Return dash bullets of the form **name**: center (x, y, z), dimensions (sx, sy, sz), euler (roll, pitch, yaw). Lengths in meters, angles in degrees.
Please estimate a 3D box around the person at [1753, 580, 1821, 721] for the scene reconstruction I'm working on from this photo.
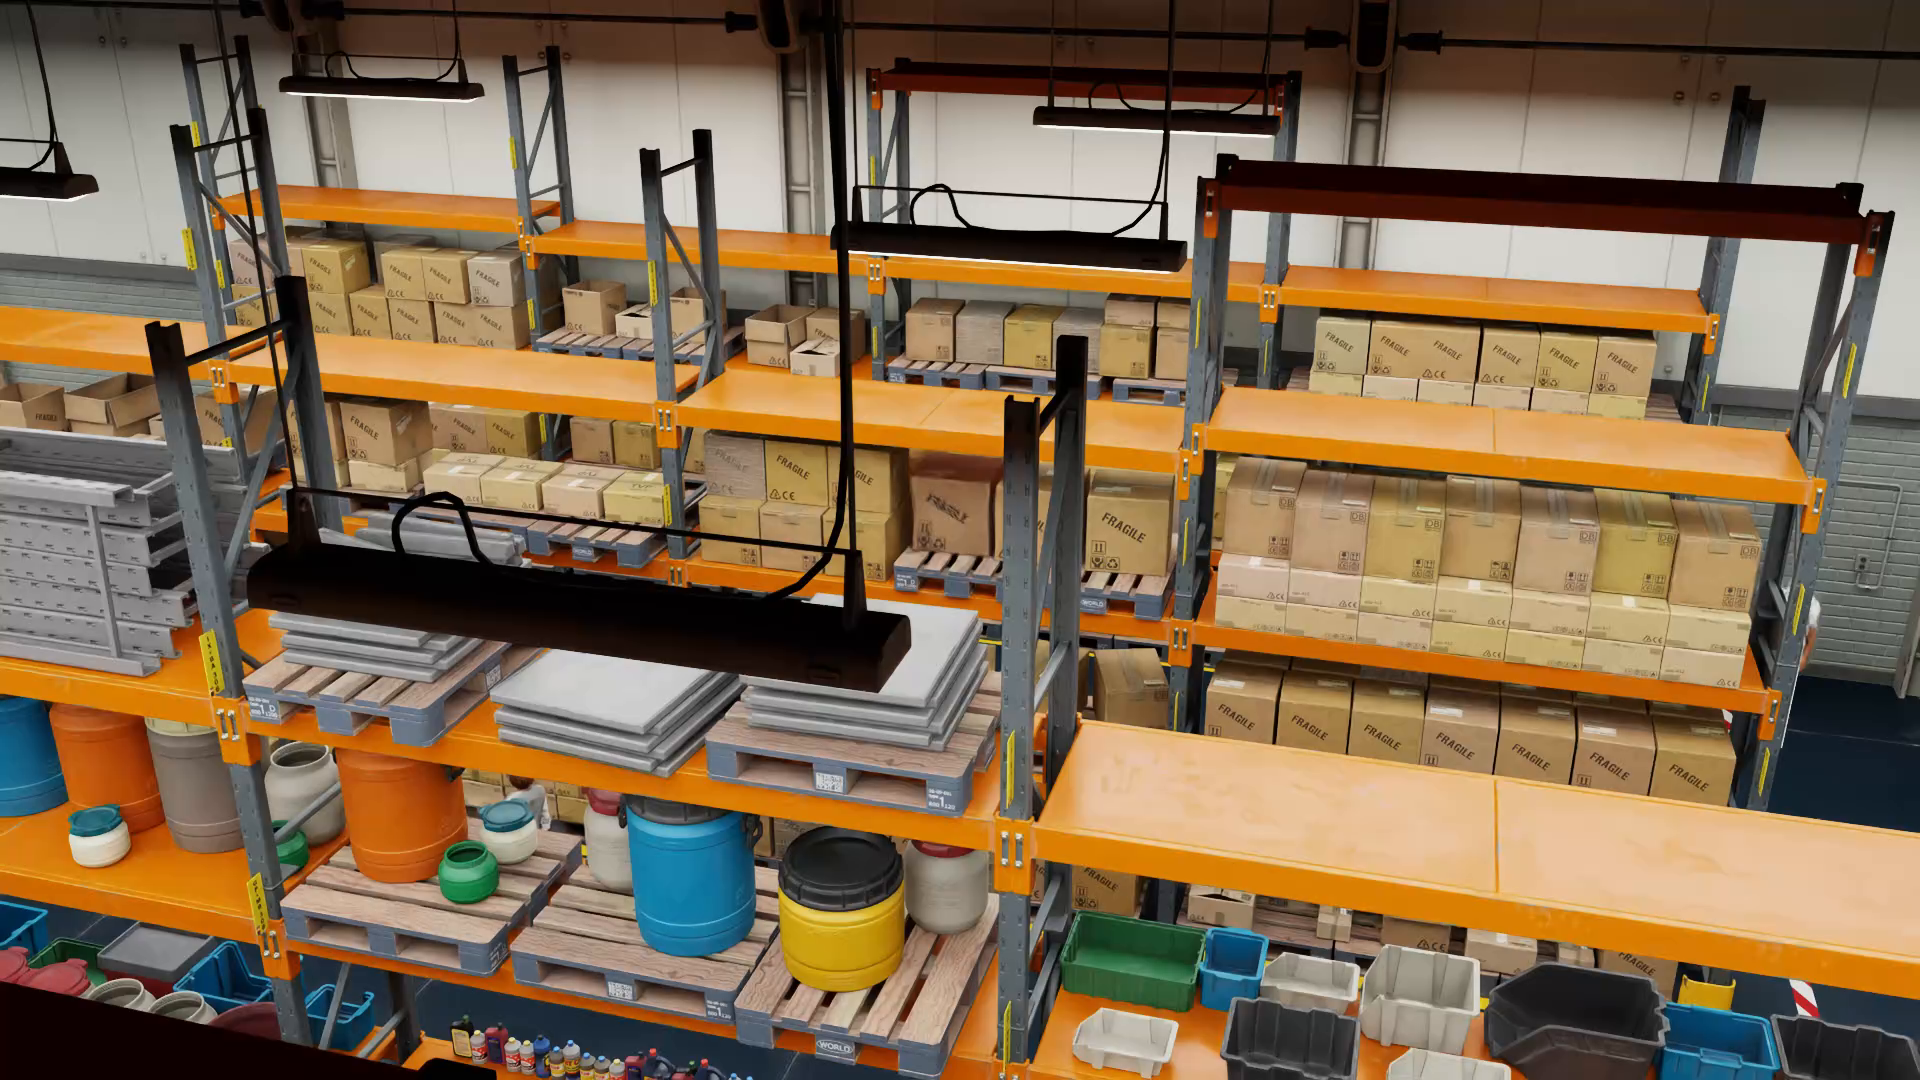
- **person**: center (7.967, 1.056, 16.076), dimensions (0.486, 1.681, 0.481), euler (10, 24, 22)

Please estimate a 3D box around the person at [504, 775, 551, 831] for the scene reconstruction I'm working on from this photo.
- **person**: center (-3.361, 2.430, 12.875), dimensions (0.533, 1.586, 0.452), euler (12, 26, 27)
